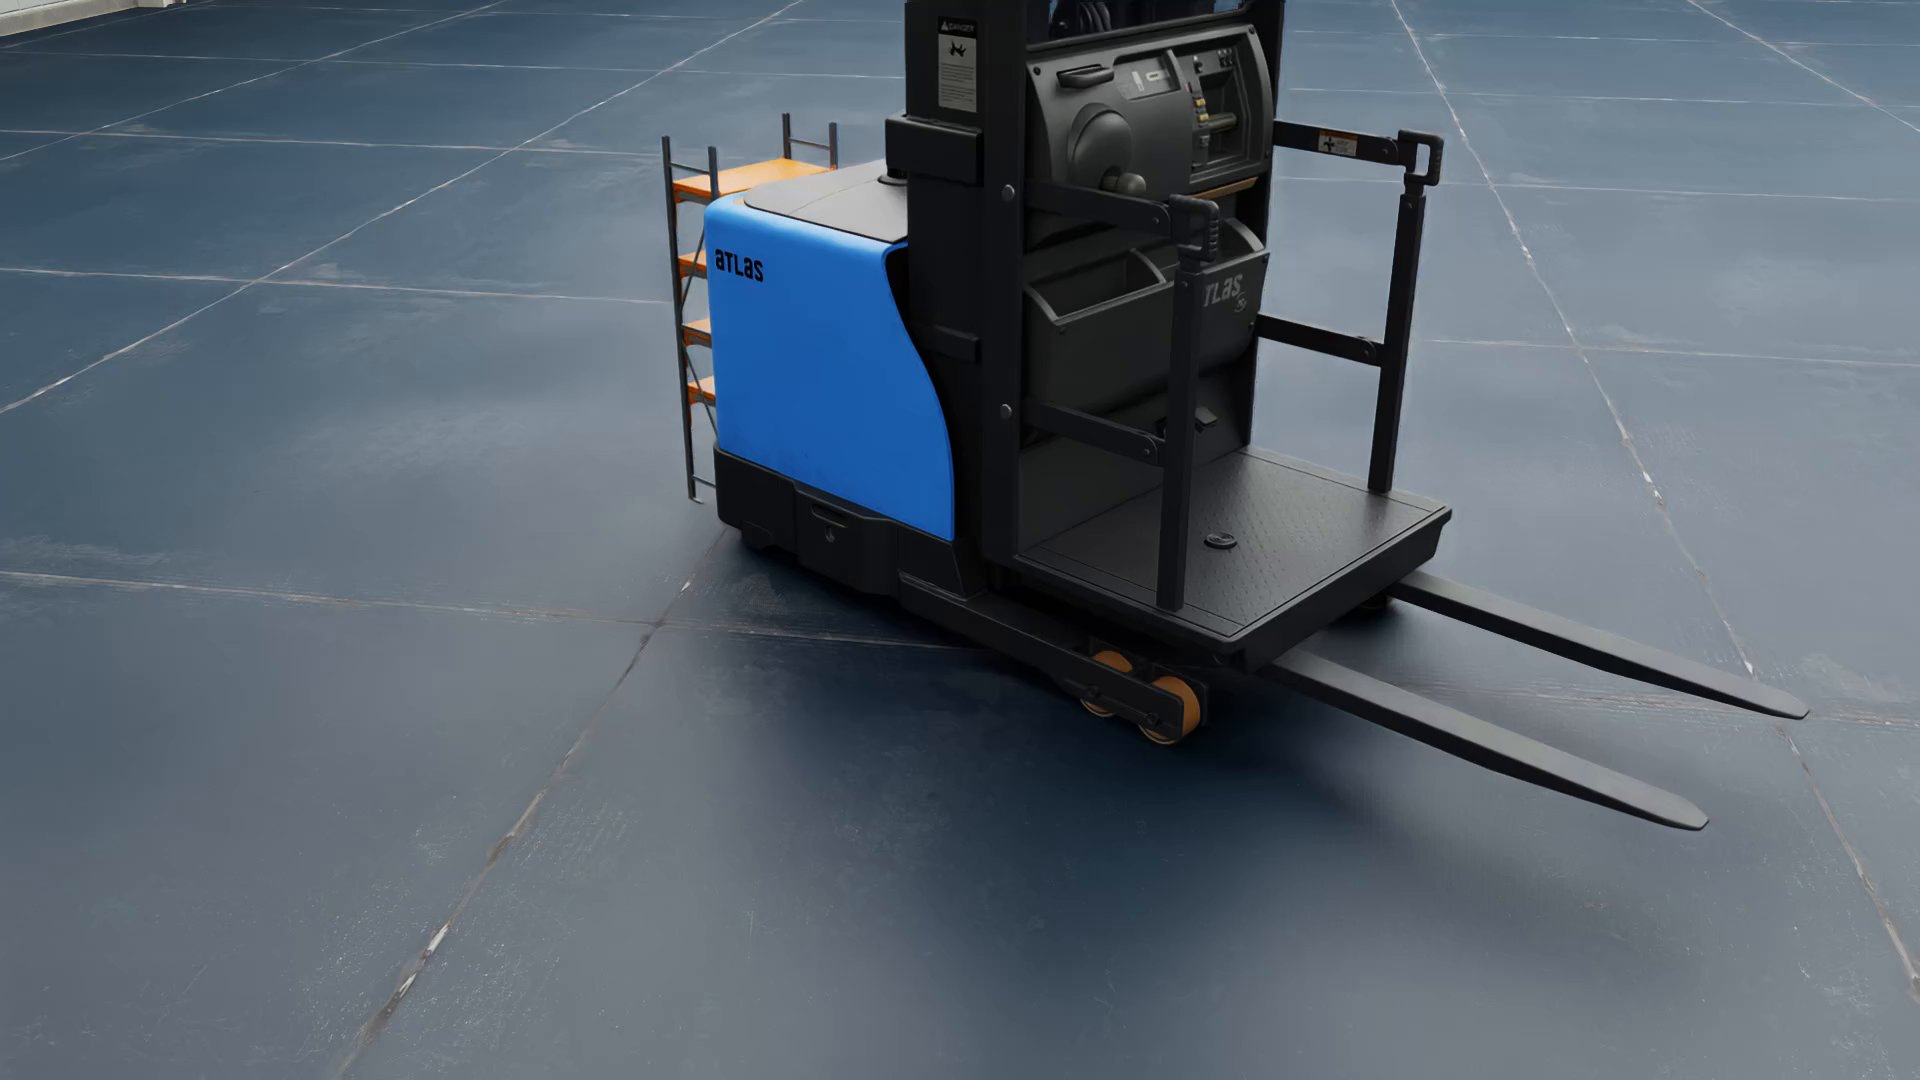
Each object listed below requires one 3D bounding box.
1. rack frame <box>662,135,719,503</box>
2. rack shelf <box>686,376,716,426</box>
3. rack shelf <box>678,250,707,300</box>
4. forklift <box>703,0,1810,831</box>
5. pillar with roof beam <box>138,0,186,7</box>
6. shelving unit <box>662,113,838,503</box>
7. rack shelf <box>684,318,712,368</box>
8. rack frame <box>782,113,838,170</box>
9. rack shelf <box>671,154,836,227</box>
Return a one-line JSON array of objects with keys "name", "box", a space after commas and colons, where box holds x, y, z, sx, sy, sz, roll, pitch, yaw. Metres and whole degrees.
[{"name": "rack frame", "box": [-0.811, -0.648, 5.218, 0.240, 1.200, 0.015, 21, 32, 38]}, {"name": "rack shelf", "box": [-0.645, -0.483, 5.493, 0.258, 0.148, 0.480, 21, 32, 38]}, {"name": "rack shelf", "box": [-0.645, -0.865, 5.314, 0.258, 0.148, 0.480, 21, 32, 38]}, {"name": "forklift", "box": [0.654, -1.067, 4.073, 3.031, 2.935, 1.130, 22, 33, 38]}, {"name": "pillar with roof beam", "box": [-3.839, -9.200, 14.290, 9.100, 9.000, 0.400, 4, 25, 9]}, {"name": "shelving unit", "box": [-0.645, -0.724, 5.381, 0.258, 1.200, 0.503, 21, 32, 38]}, {"name": "rack shelf", "box": [-0.645, -0.663, 5.409, 0.258, 0.148, 0.480, 21, 32, 38]}, {"name": "rack frame", "box": [-0.480, -0.800, 5.543, 0.240, 1.200, 0.015, 21, 32, 38]}, {"name": "rack shelf", "box": [-0.645, -1.080, 5.214, 0.258, 0.148, 0.480, 21, 32, 38]}]
